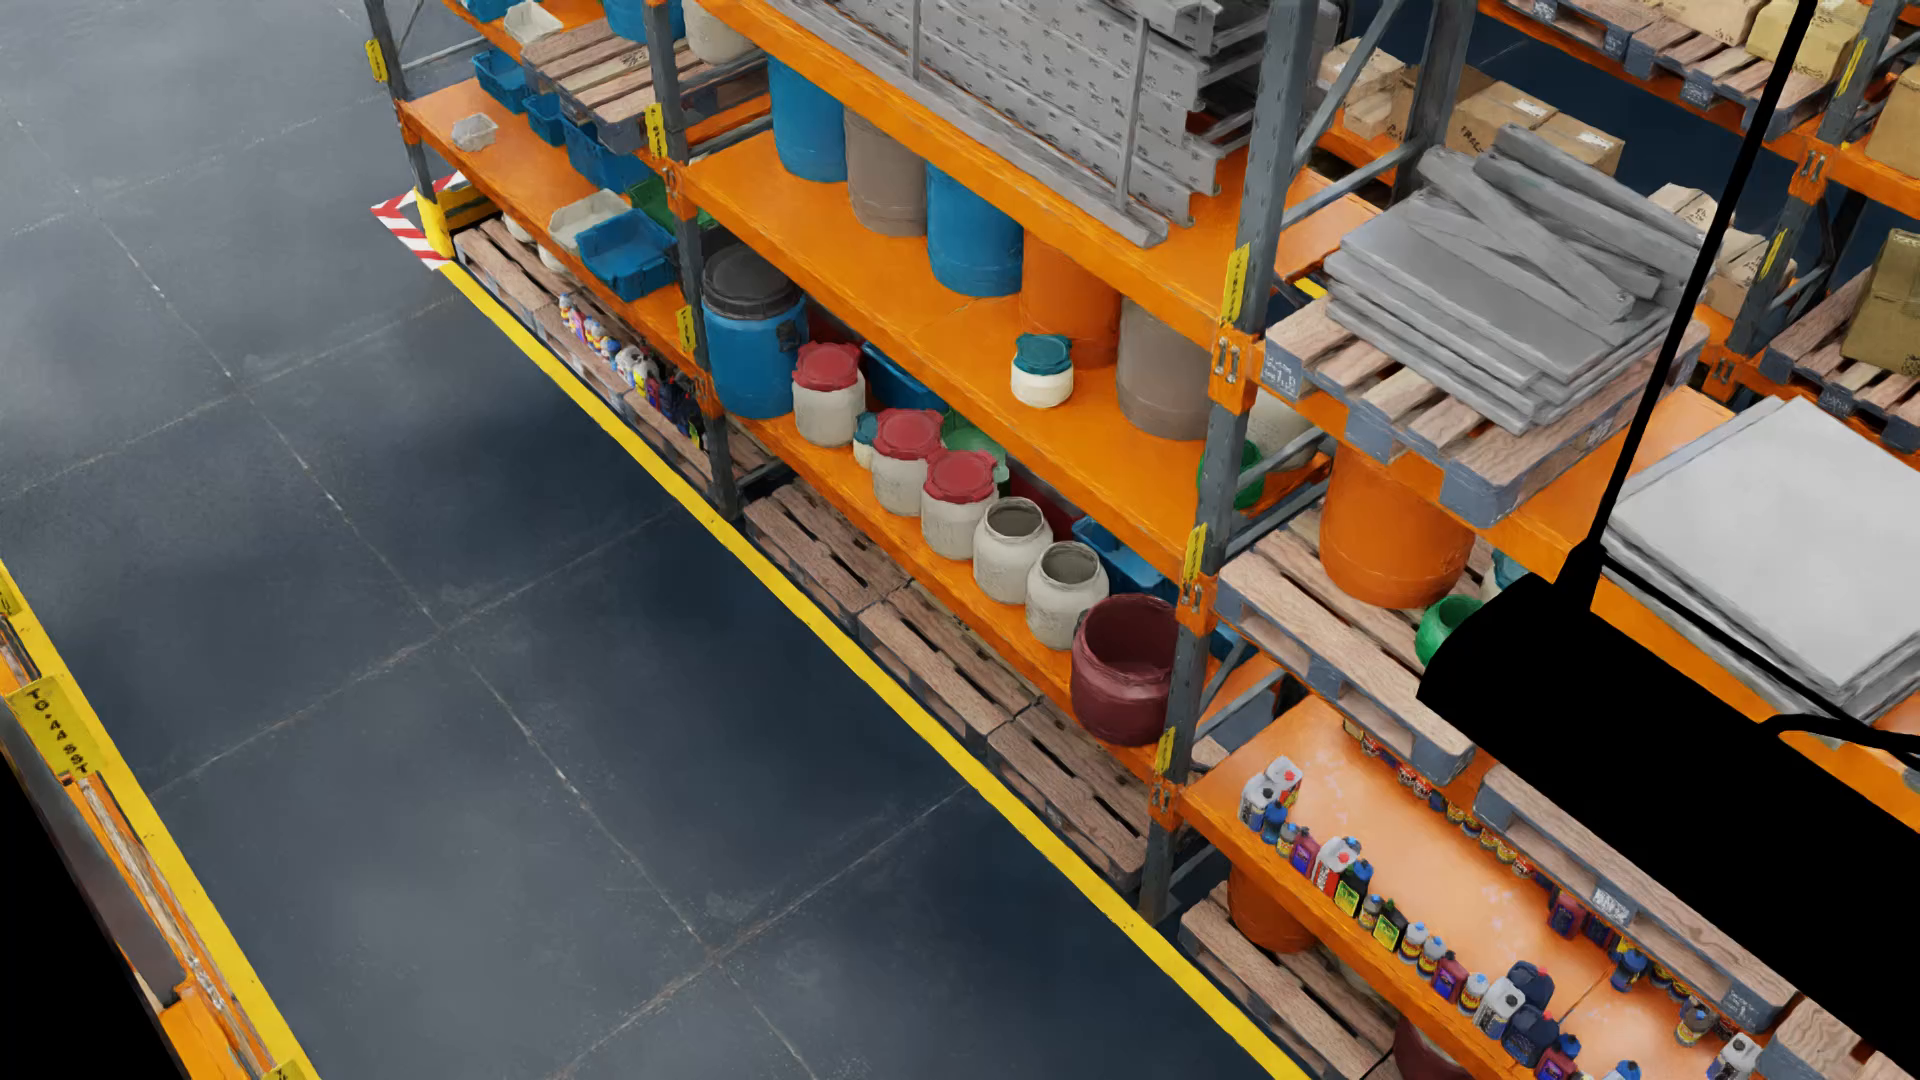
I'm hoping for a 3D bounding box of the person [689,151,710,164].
[{"bbox_3d":[-2.511,-3.778,13.499,1.103,1.517,0.580,33,55,28],"label":"person"}]
